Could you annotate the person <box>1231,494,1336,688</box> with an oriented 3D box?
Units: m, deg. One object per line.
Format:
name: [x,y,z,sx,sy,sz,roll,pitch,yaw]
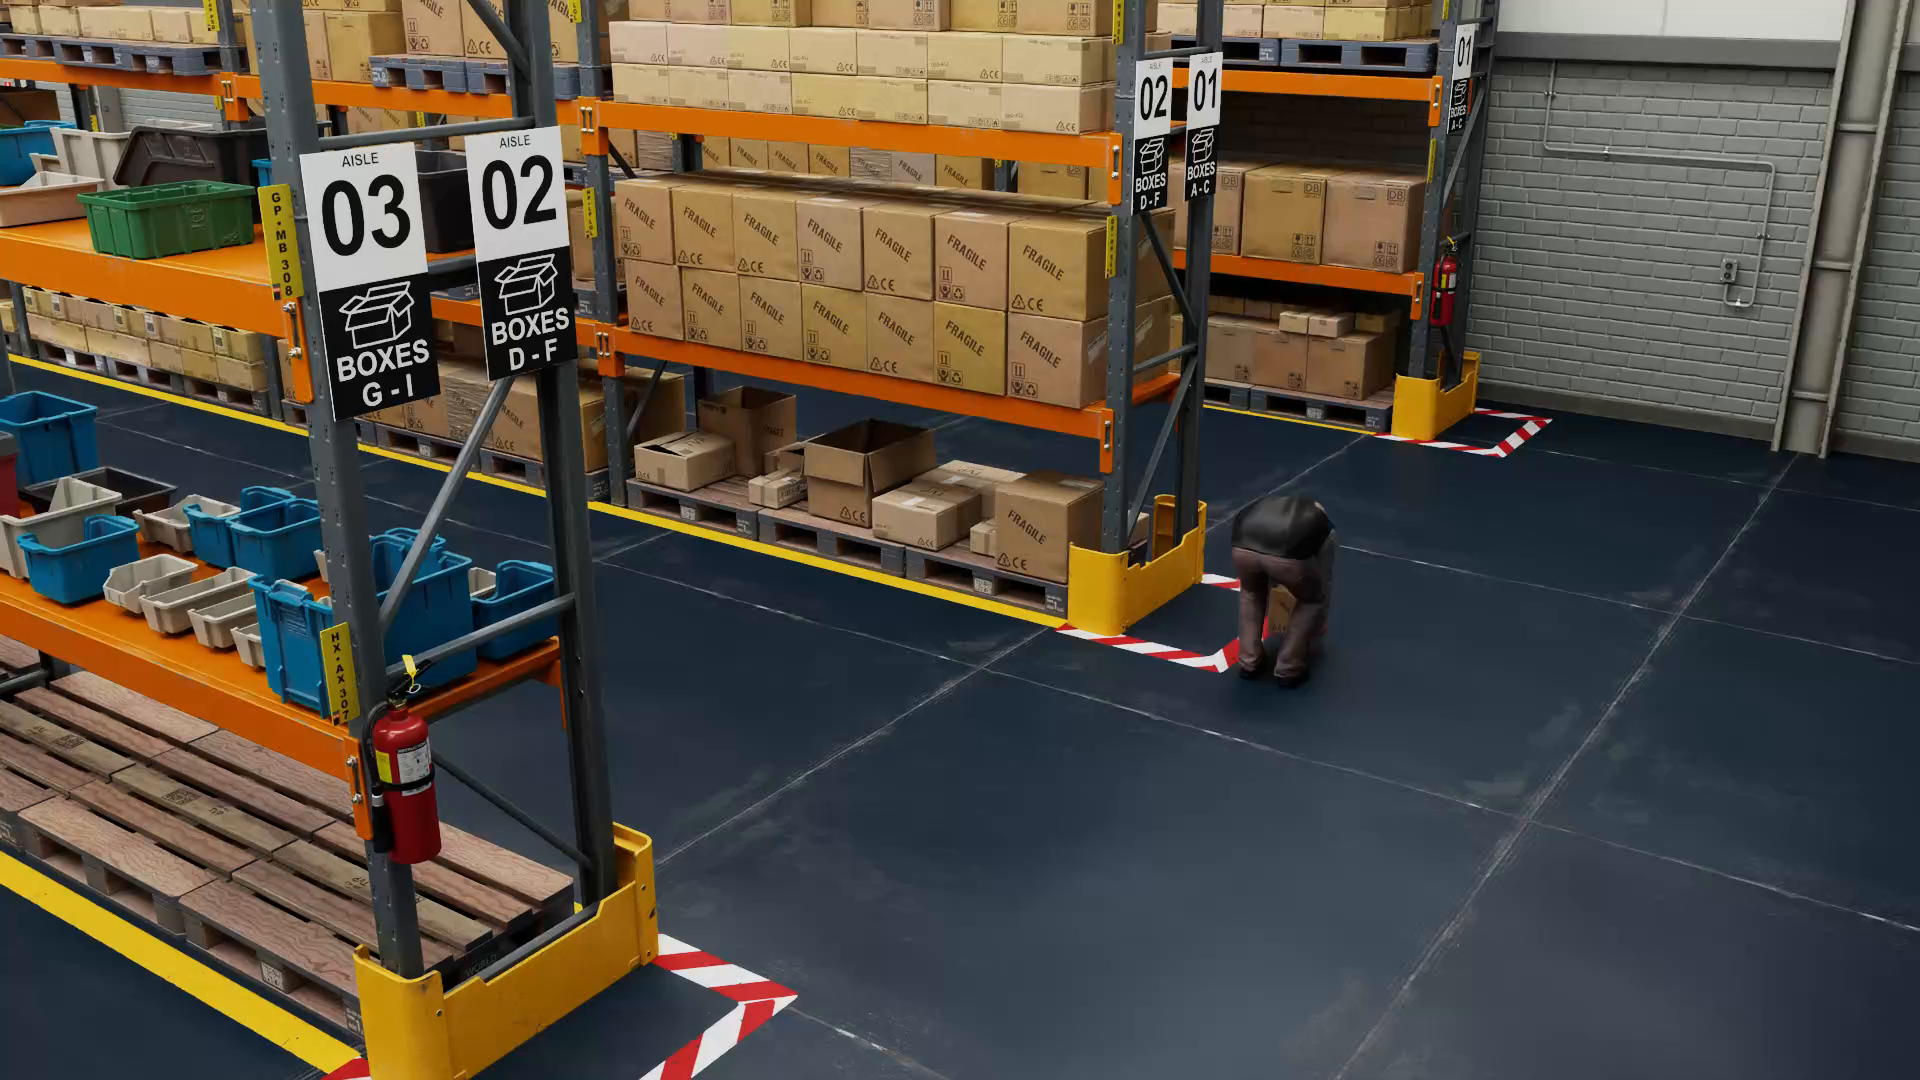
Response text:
person: [1.773,0.211,9.028,0.476,1.041,0.952,11,22,27]
